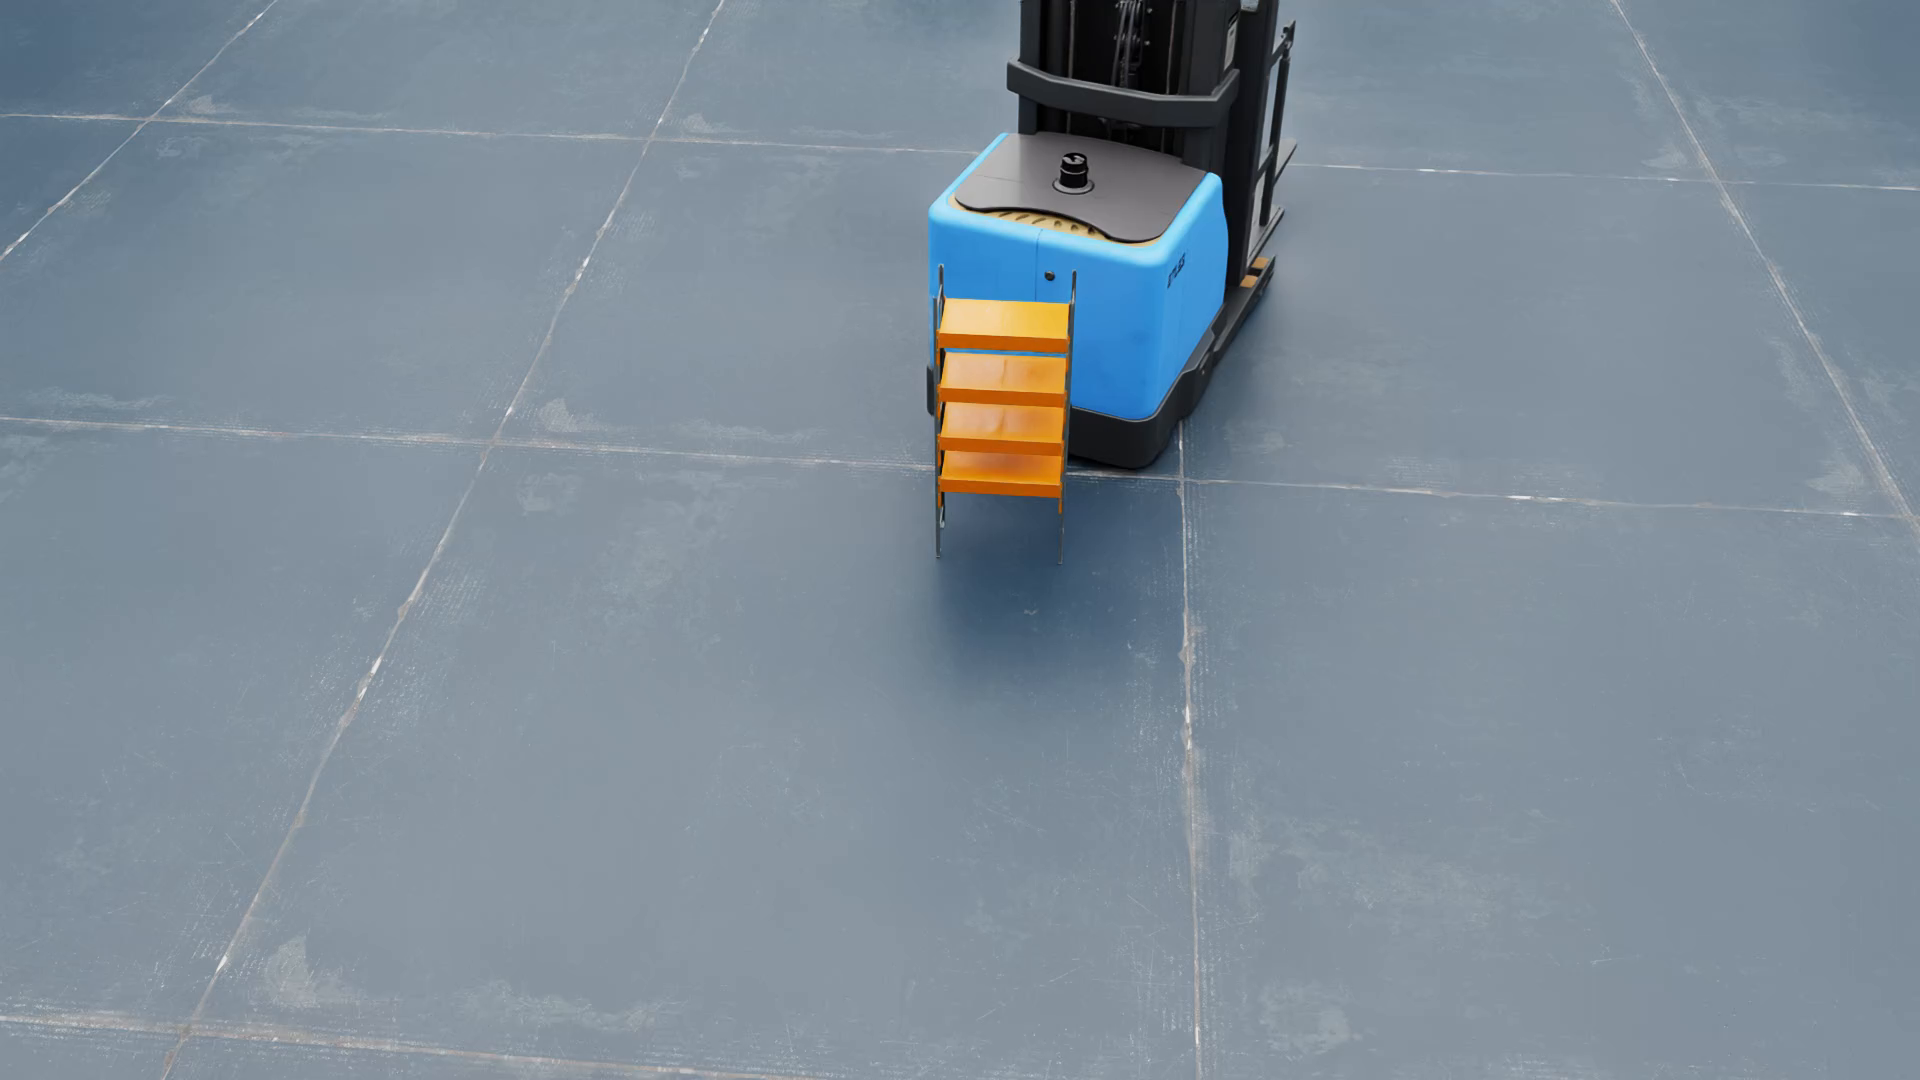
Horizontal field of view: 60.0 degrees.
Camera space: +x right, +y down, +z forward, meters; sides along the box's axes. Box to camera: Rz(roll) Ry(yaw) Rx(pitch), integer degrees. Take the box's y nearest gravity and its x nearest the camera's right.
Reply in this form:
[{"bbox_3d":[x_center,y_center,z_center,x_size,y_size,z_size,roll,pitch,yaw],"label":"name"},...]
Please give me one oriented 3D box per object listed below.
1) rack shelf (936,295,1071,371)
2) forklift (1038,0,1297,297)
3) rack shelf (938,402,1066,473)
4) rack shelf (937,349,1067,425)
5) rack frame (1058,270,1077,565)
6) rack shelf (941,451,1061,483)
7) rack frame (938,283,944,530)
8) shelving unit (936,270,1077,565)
[{"bbox_3d":[0.165,-0.761,6.112,0.480,0.148,0.258,3,39,4],"label":"rack shelf"},{"bbox_3d":[0.920,-2.367,7.337,1.121,2.935,3.031,16,42,18],"label":"forklift"},{"bbox_3d":[0.165,-0.404,6.403,0.480,0.148,0.258,3,39,4],"label":"rack shelf"},{"bbox_3d":[0.165,-0.578,6.261,0.480,0.148,0.258,3,39,4],"label":"rack shelf"},{"bbox_3d":[0.408,-0.443,6.344,0.015,1.200,0.240,3,39,4],"label":"rack frame"},{"bbox_3d":[0.165,-0.292,6.494,0.457,0.021,0.221,3,39,4],"label":"rack shelf"},{"bbox_3d":[-0.078,-0.469,6.376,0.006,1.046,0.228,3,39,4],"label":"rack frame"},{"bbox_3d":[0.167,-0.456,6.360,0.499,1.200,0.258,3,39,4],"label":"shelving unit"}]
